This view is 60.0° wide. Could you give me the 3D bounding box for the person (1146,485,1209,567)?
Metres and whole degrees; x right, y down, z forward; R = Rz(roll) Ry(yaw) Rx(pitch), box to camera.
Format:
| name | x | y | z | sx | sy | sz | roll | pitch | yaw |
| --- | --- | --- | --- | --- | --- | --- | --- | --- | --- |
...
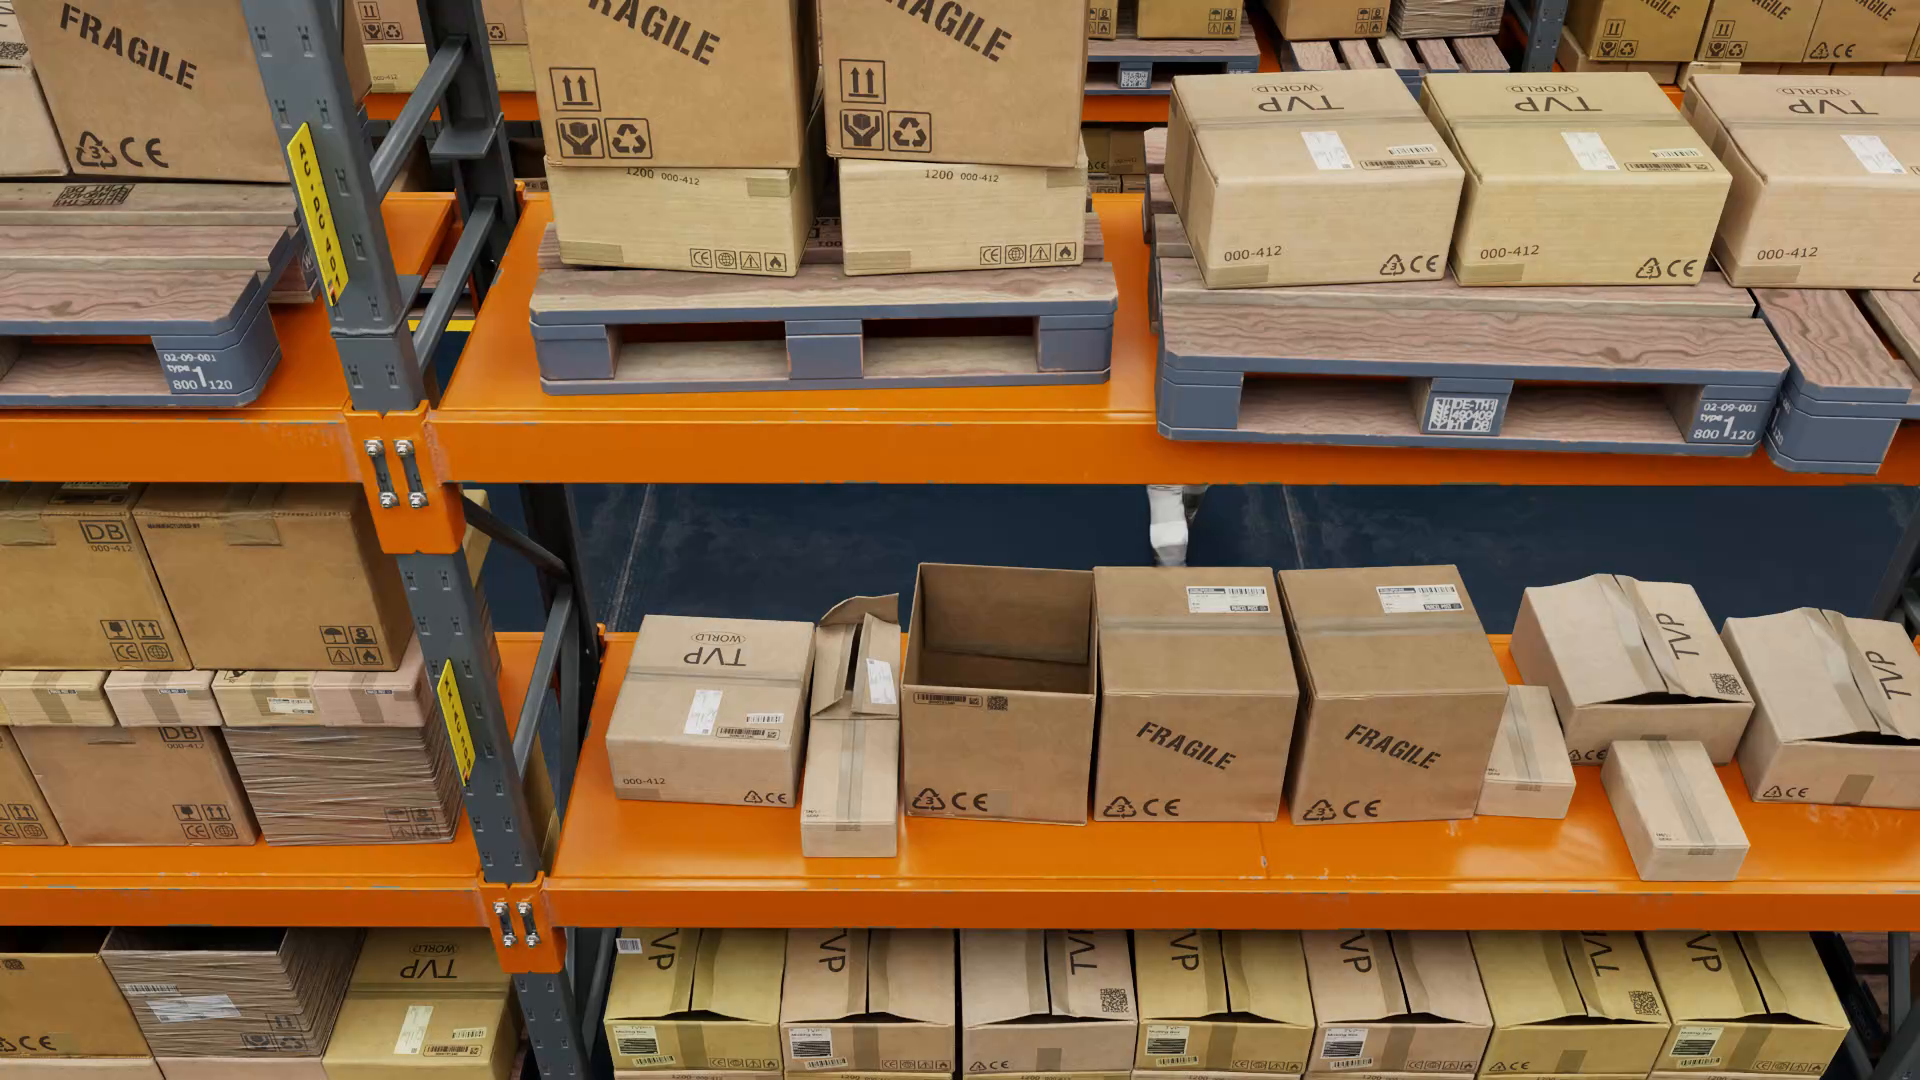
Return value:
| name | x | y | z | sx | sy | sz | roll | pitch | yaw |
| --- | --- | --- | --- | --- | --- | --- | --- | --- | --- |
| person | 0.945 | -0.589 | 6.858 | 0.537 | 1.761 | 1.024 | -2 | 39 | -3 |
